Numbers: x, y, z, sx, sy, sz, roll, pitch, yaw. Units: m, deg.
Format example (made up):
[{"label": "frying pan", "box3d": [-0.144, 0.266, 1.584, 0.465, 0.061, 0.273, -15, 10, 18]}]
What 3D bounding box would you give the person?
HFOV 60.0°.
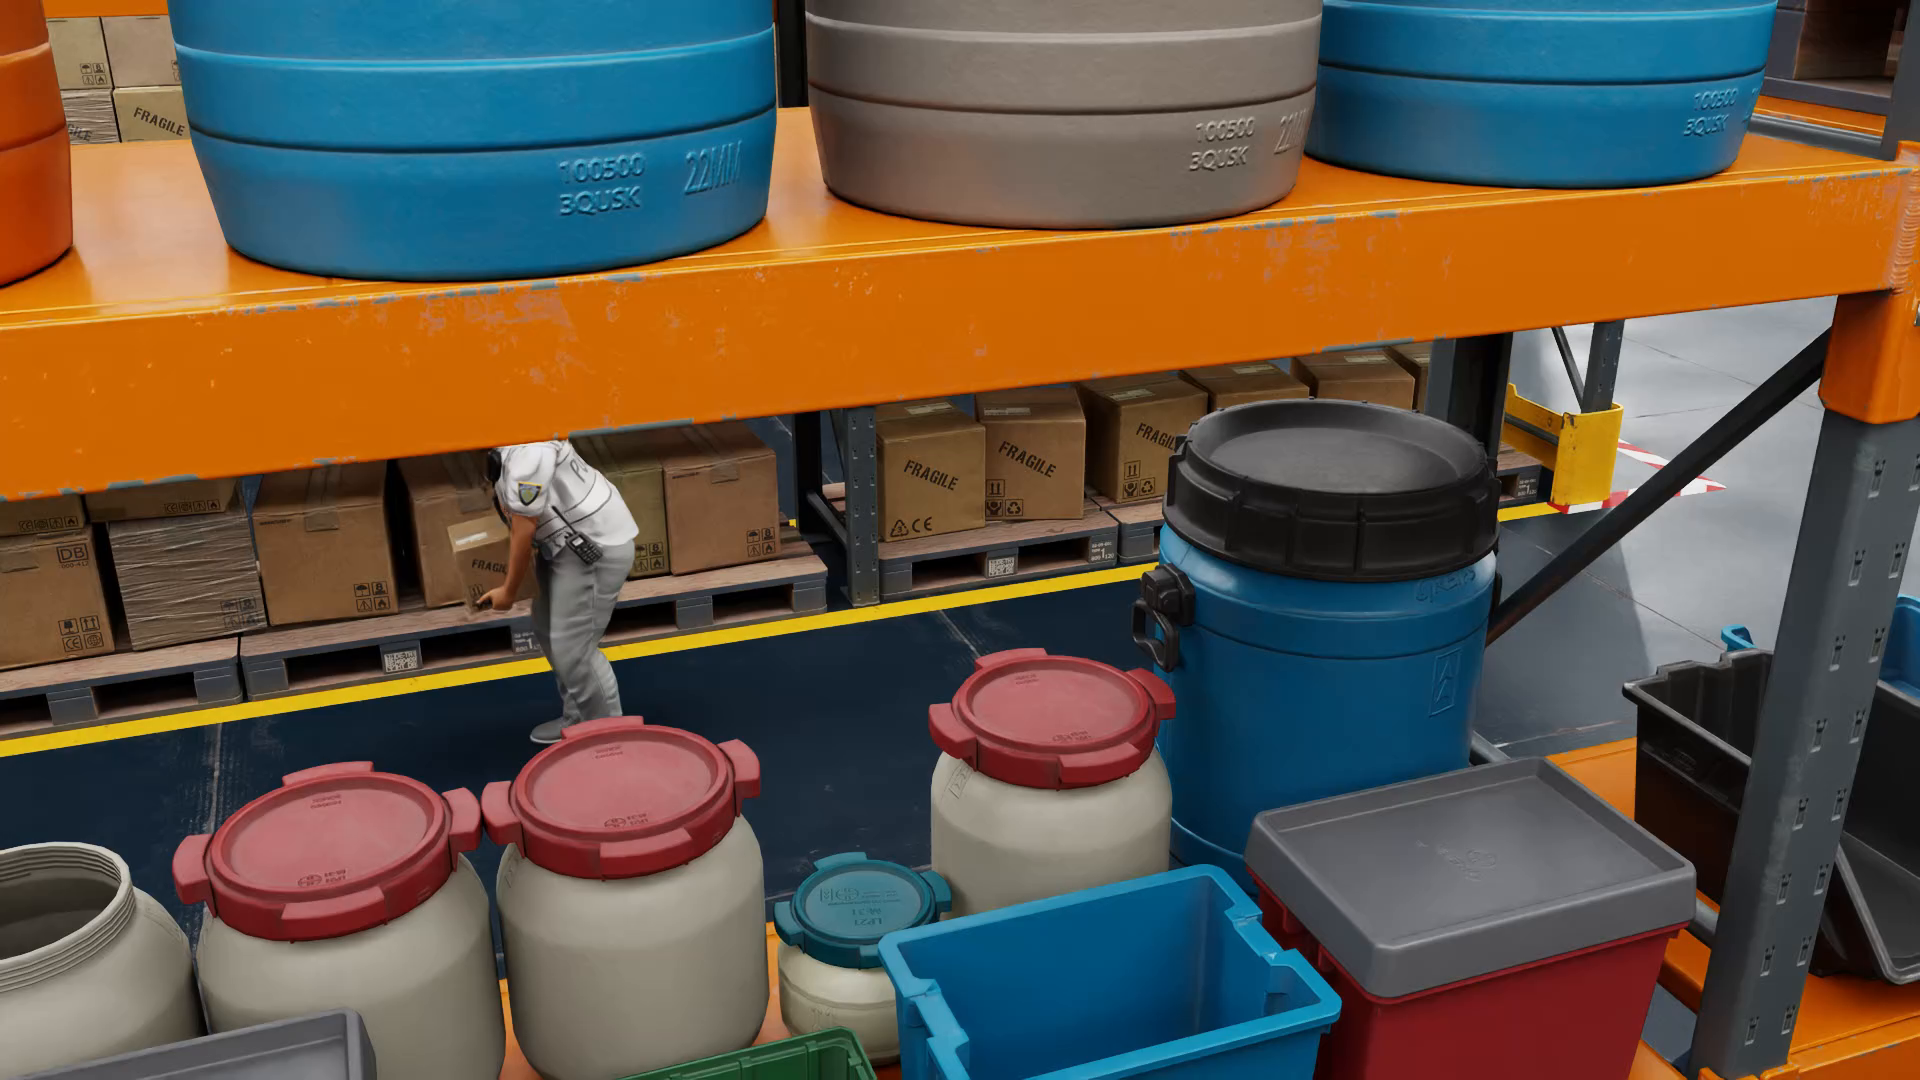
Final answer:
[{"label": "person", "box3d": [-1.455, 0.037, 6.016, 0.541, 1.654, 0.453, -8, 24, -18]}]
